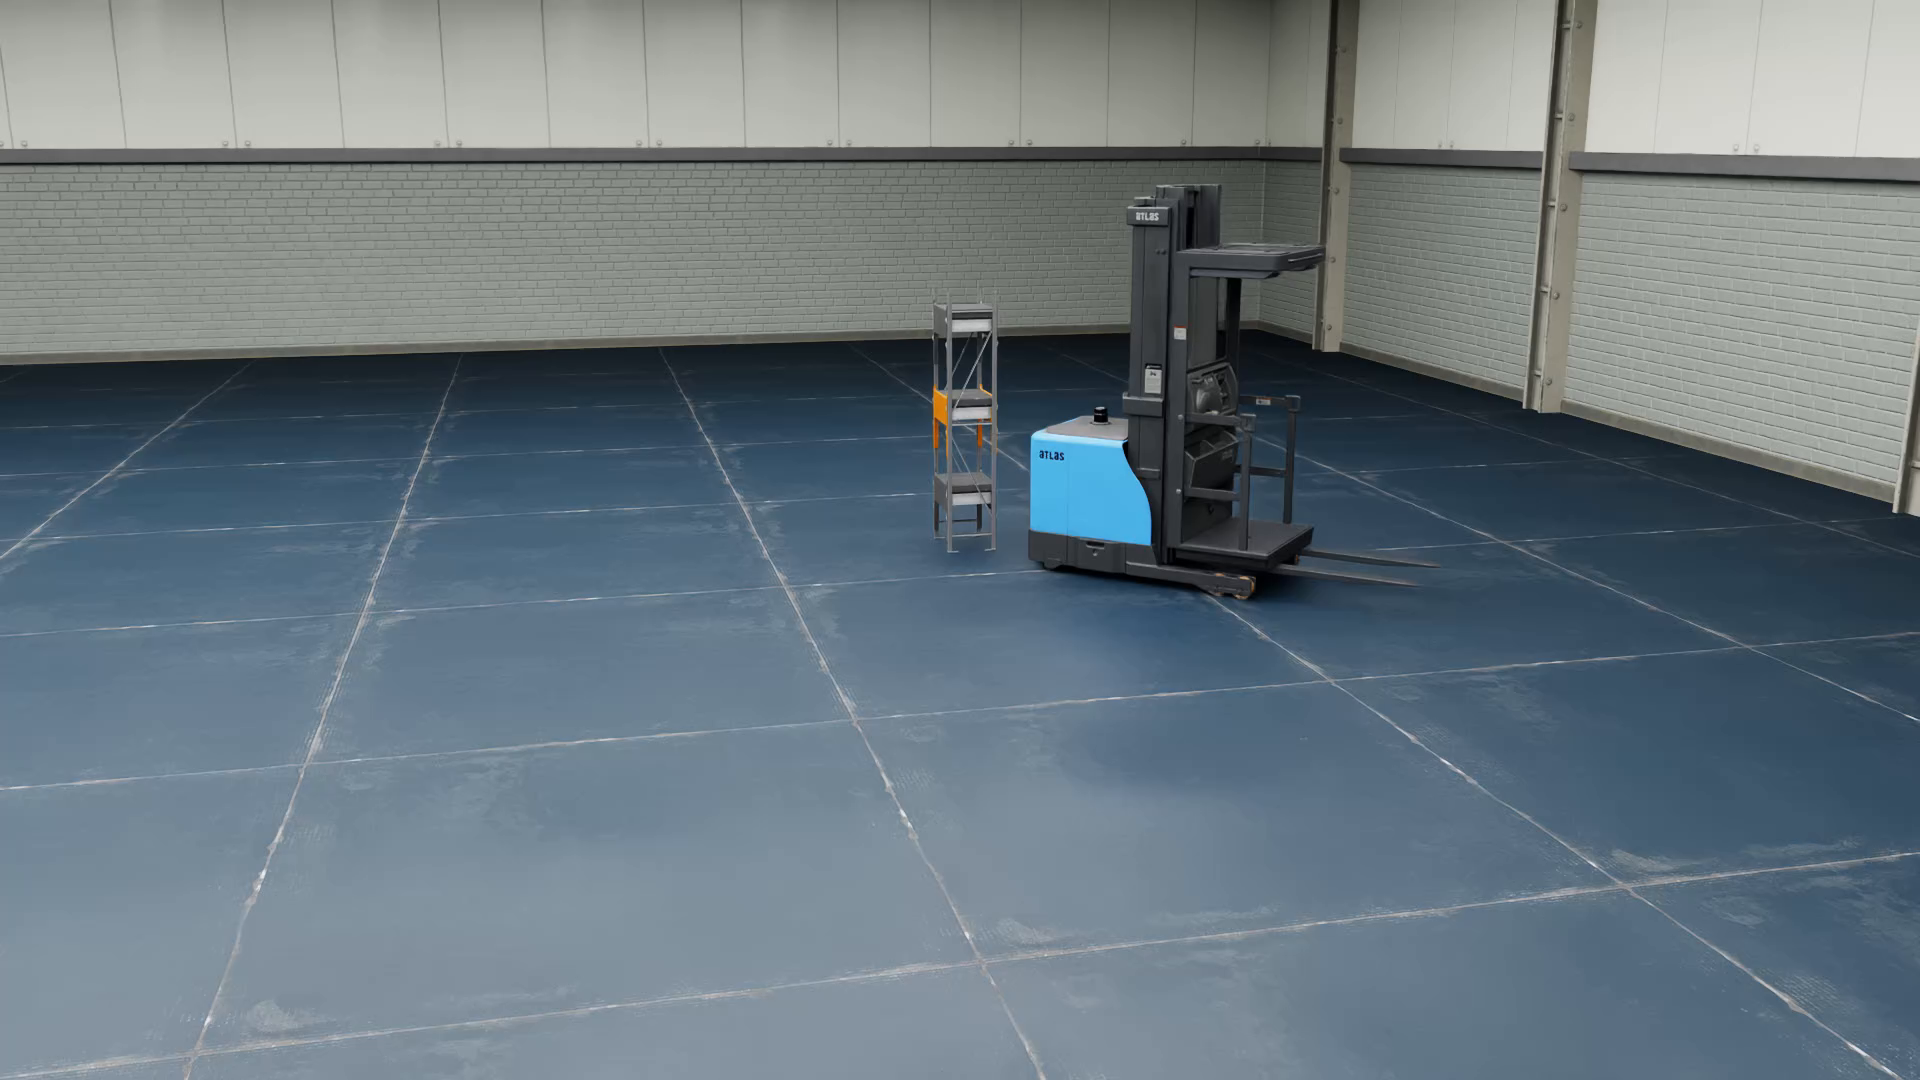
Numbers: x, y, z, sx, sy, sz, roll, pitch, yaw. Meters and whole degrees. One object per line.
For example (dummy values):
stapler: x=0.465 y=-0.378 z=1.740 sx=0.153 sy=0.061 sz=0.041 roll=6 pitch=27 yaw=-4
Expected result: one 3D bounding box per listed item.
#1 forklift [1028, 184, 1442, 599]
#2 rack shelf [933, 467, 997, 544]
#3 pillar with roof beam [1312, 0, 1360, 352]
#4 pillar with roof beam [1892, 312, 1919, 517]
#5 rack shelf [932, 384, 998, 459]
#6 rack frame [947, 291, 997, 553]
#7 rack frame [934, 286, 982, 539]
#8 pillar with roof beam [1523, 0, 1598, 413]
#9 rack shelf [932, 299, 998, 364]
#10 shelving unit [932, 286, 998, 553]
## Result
forklift: x=2.071 y=-1.133 z=12.390 sx=3.031 sy=2.935 sz=1.130 roll=8 pitch=16 yaw=29
rack shelf: x=0.039 y=-0.289 z=13.691 sx=0.431 sy=0.518 sz=0.480 roll=-3 pitch=14 yaw=-13
pillar with roof beam: x=1.578 y=-7.116 z=24.094 sx=9.100 sy=9.000 sz=0.400 roll=-3 pitch=14 yaw=-13
pillar with roof beam: x=4.396 y=-4.348 z=12.763 sx=9.100 sy=9.000 sz=0.400 roll=-3 pitch=14 yaw=-13
rack shelf: x=0.039 y=-0.969 z=13.525 sx=0.431 sy=0.518 sz=0.480 roll=-3 pitch=14 yaw=-13
rack frame: x=0.096 y=-0.926 z=13.291 sx=0.400 sy=2.100 sz=0.015 roll=-3 pitch=14 yaw=-13
rack frame: x=-0.018 y=-1.038 z=13.752 sx=0.400 sy=2.100 sz=0.015 roll=-3 pitch=14 yaw=-13
pillar with roof beam: x=2.987 y=-5.732 z=18.429 sx=9.100 sy=9.000 sz=0.400 roll=-3 pitch=14 yaw=-13
rack shelf: x=0.039 y=-1.649 z=13.359 sx=0.431 sy=0.518 sz=0.480 roll=-3 pitch=14 yaw=-13
shelving unit: x=0.039 y=-0.982 z=13.522 sx=0.431 sy=2.100 sz=0.503 roll=-3 pitch=14 yaw=-13
